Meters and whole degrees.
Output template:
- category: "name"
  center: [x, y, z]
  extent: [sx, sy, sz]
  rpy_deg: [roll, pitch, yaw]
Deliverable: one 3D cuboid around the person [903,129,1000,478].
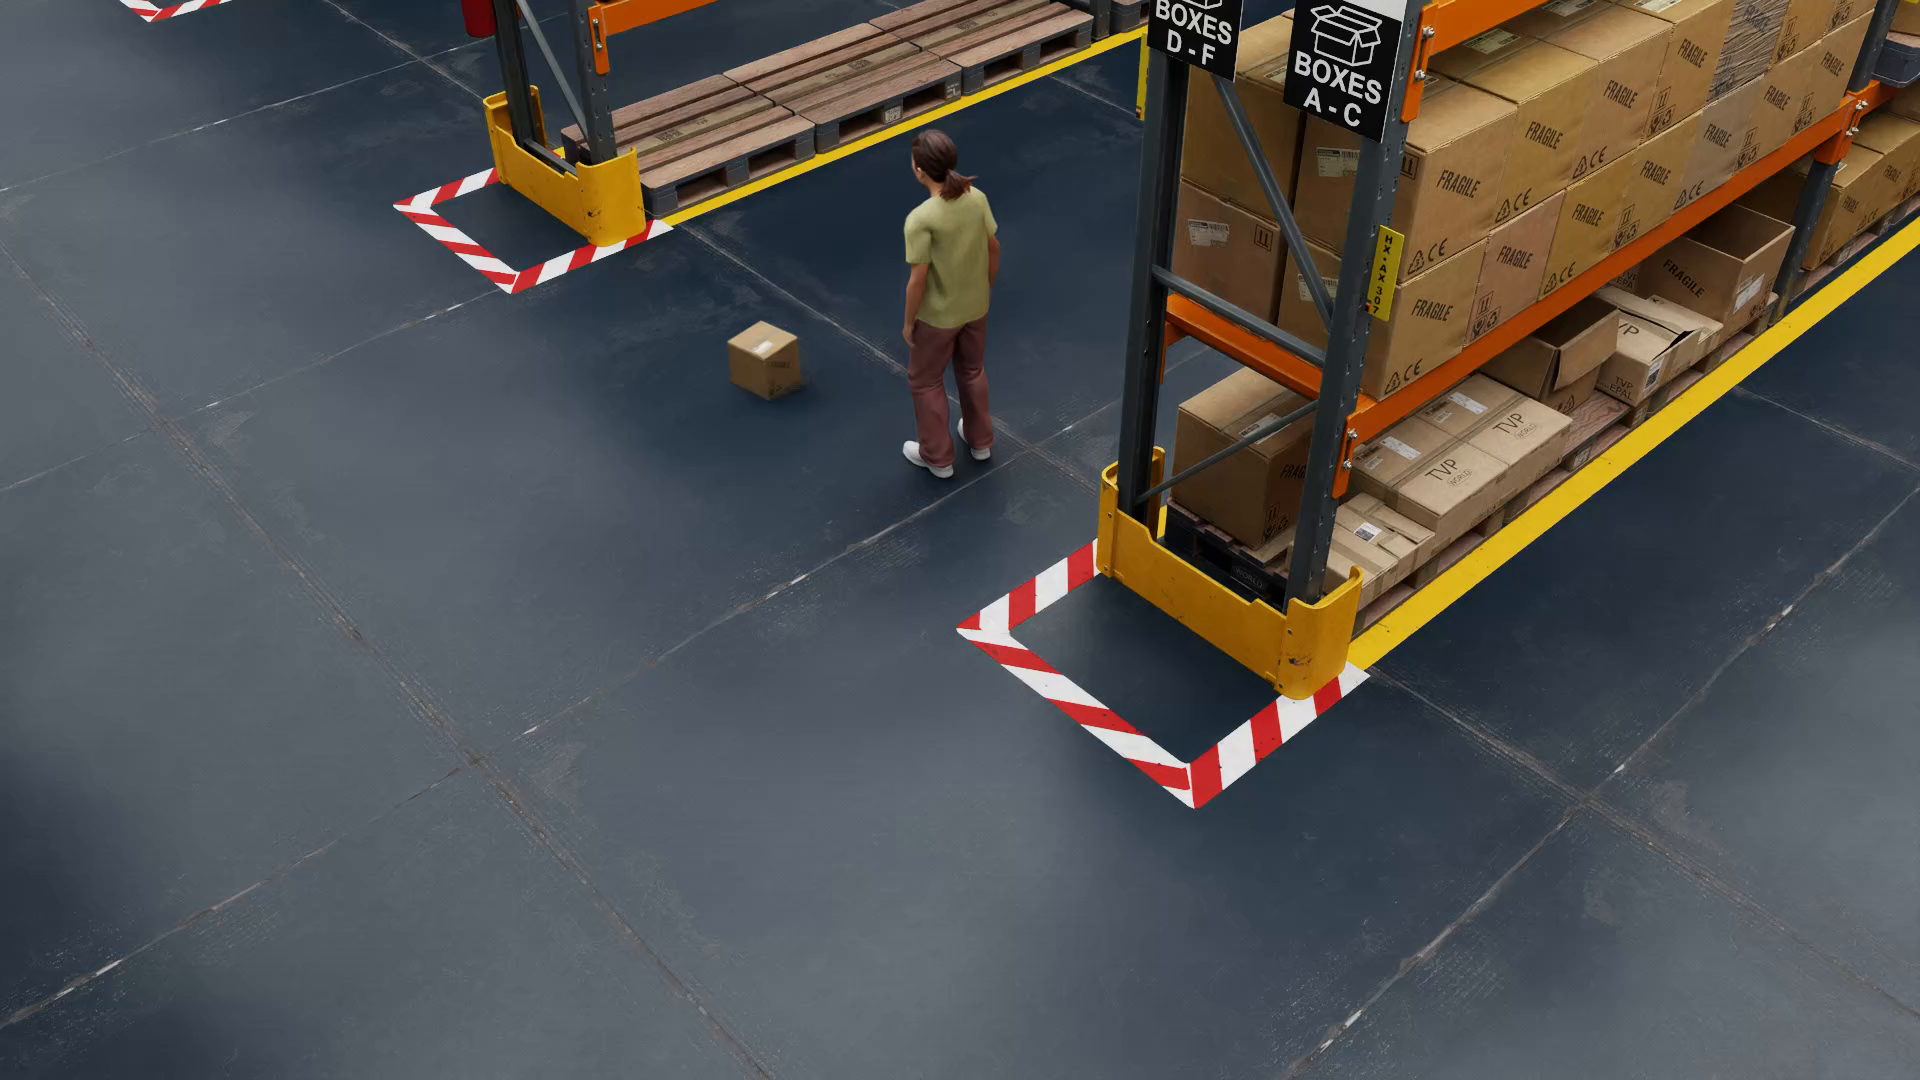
- category: "person"
  center: [-0.059, -1.026, 7.382]
  extent: [0.504, 1.671, 0.357]
  rpy_deg: [-26, 46, -27]
